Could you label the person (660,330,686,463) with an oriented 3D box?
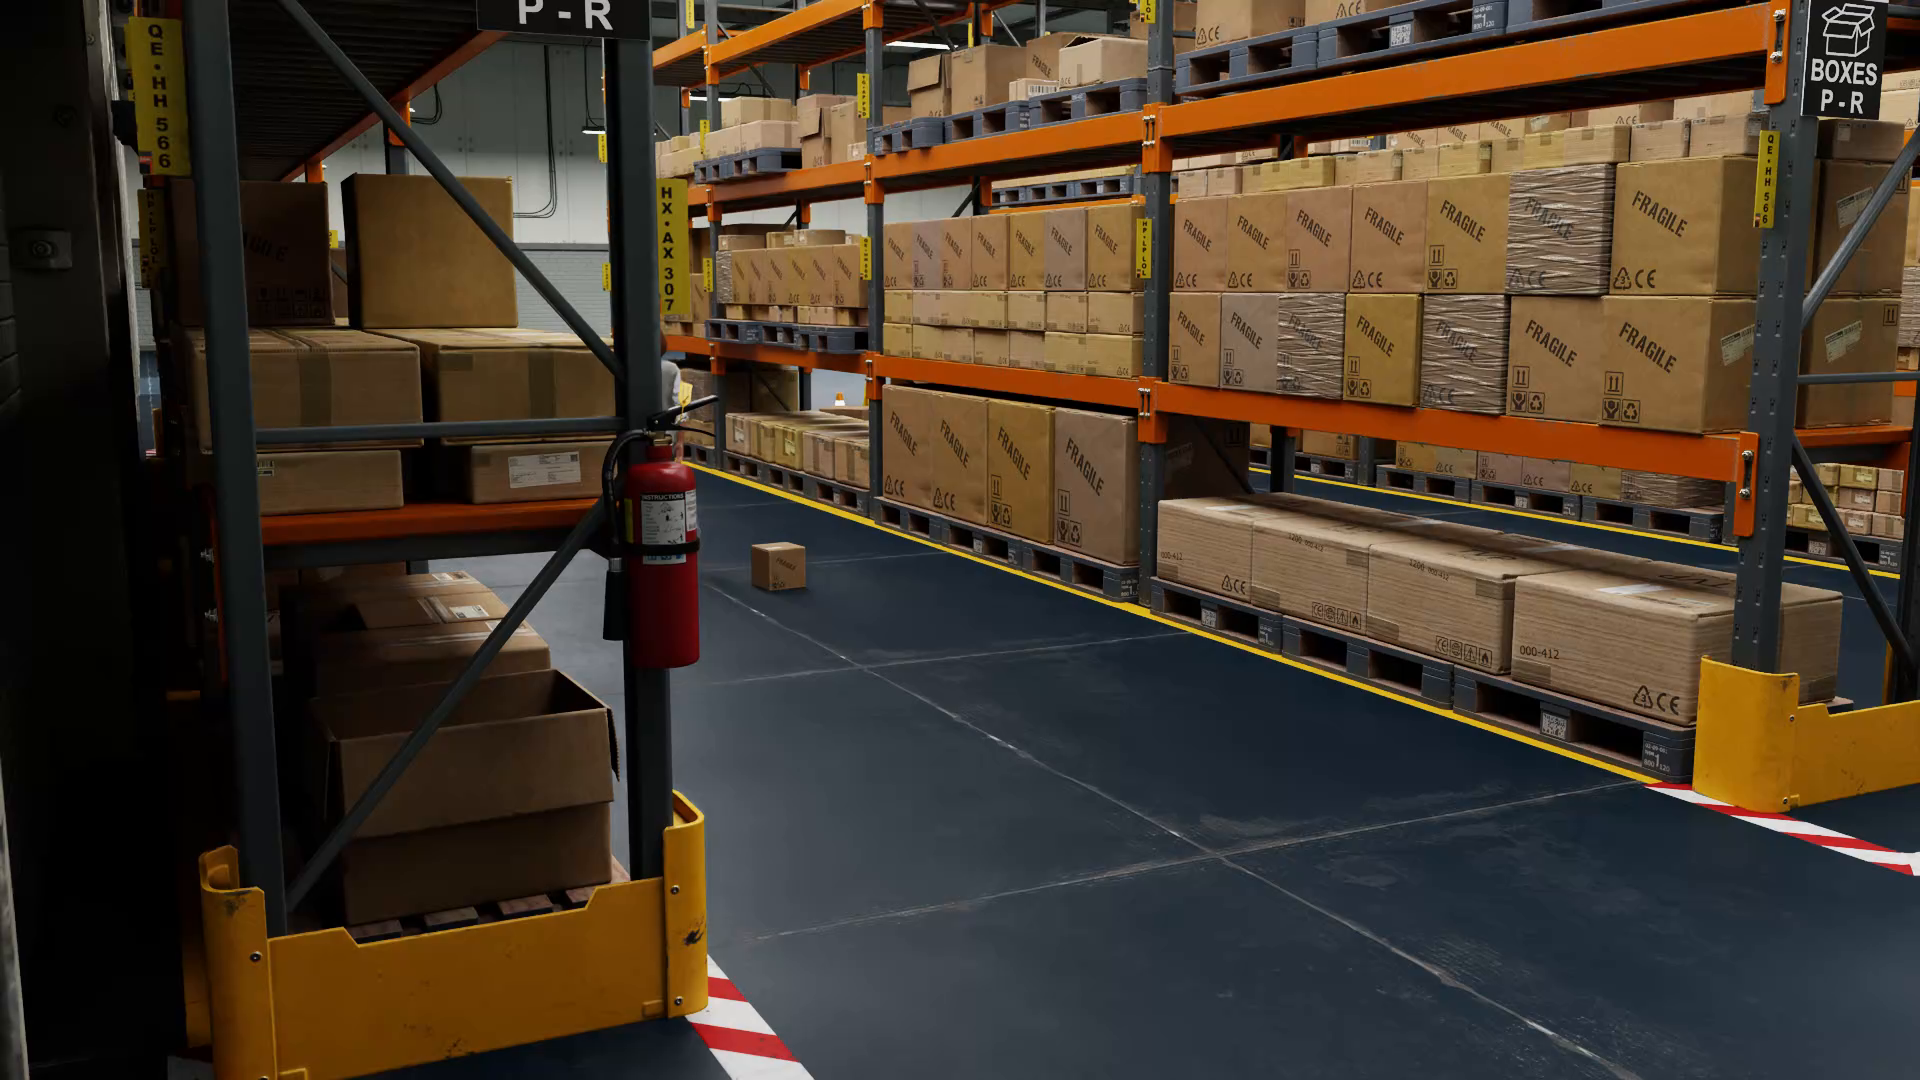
[{"bbox_3d":[-2.103,-0.683,11.283,0.422,1.537,0.963,-5,10,-28],"label":"person"}]
